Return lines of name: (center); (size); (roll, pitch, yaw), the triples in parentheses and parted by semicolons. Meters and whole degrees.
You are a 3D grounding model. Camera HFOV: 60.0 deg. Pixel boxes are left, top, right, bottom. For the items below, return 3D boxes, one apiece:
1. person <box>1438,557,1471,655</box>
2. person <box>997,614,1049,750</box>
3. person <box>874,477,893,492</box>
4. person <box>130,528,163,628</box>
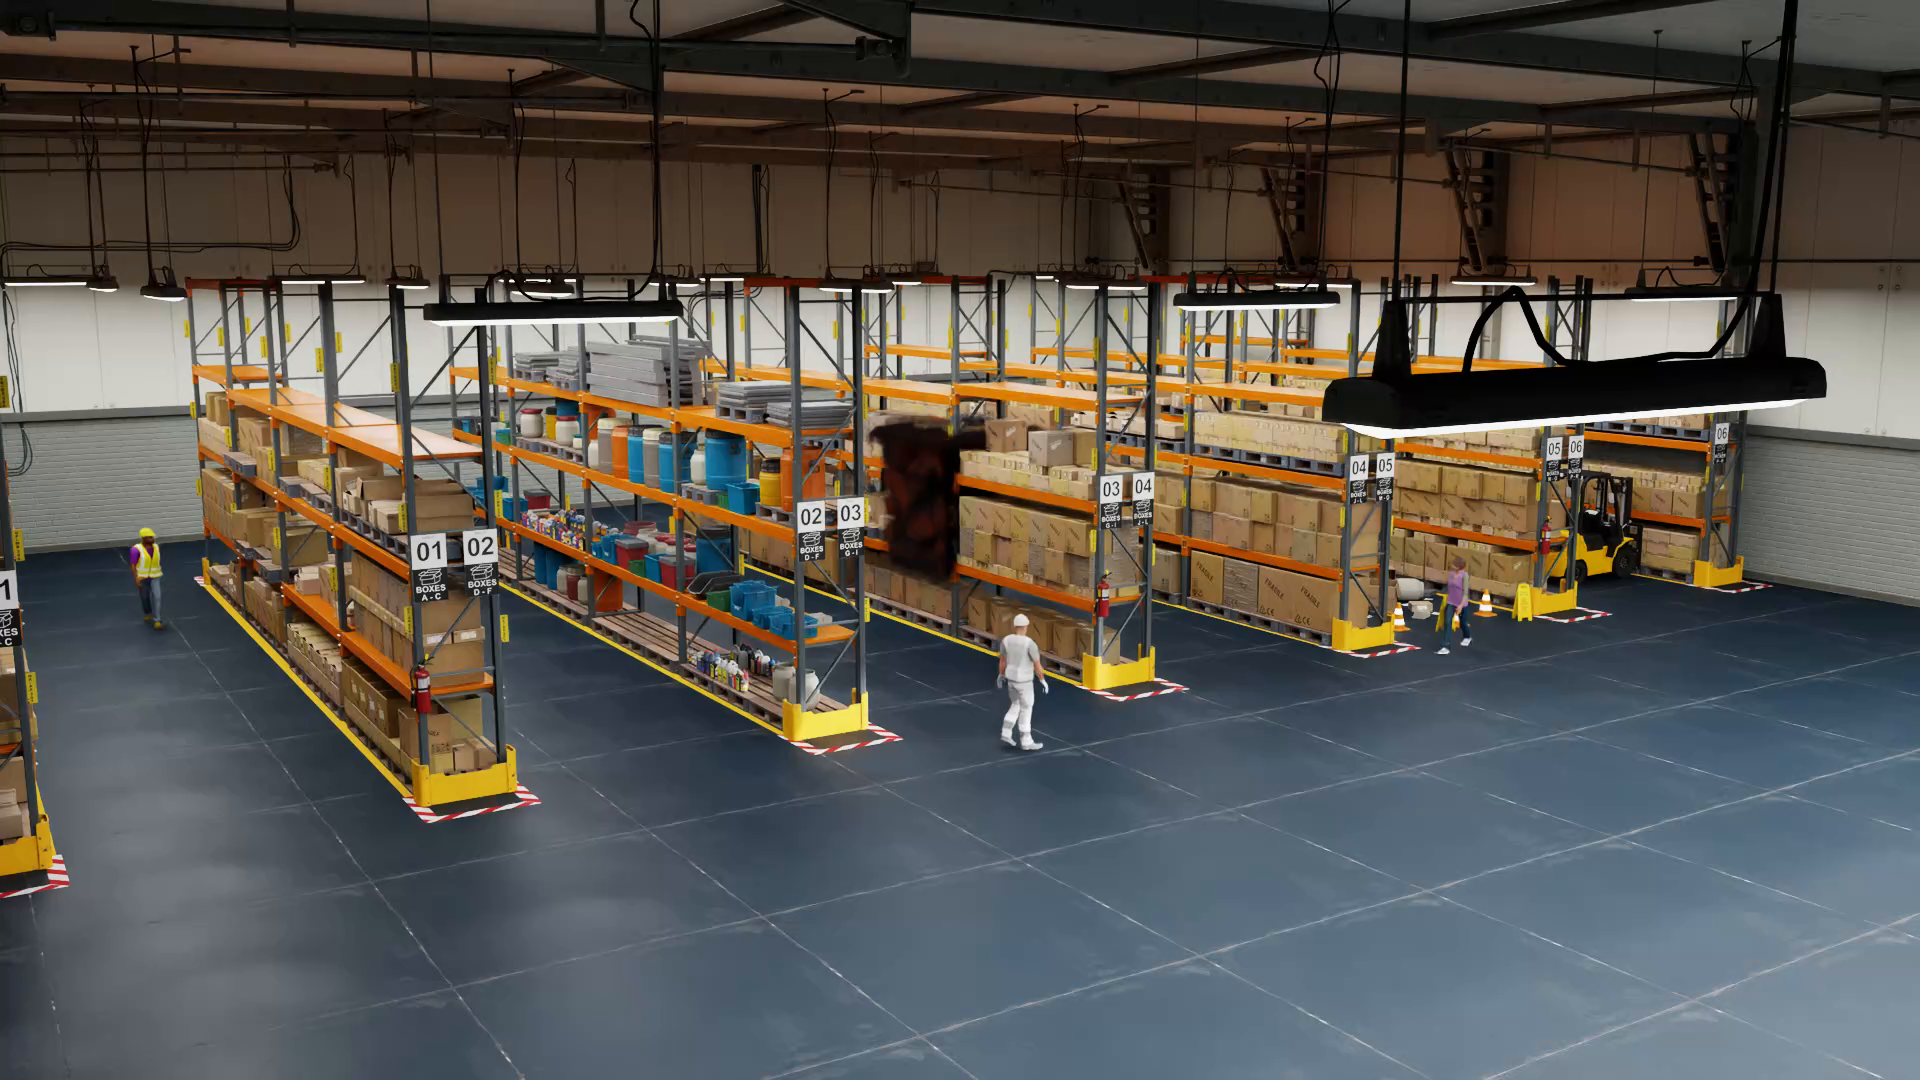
person: (8.096, 1.045, 27.035); (0.378, 1.564, 0.877); (6, 11, 34)
person: (0.801, 1.844, 21.678); (0.467, 1.800, 0.654); (-8, 13, -41)
person: (-2.014, -1.552, 42.017); (0.581, 1.772, 0.459); (6, 11, 33)
person: (-14.138, 0.654, 28.927); (0.507, 1.730, 0.986); (-5, 11, -26)
